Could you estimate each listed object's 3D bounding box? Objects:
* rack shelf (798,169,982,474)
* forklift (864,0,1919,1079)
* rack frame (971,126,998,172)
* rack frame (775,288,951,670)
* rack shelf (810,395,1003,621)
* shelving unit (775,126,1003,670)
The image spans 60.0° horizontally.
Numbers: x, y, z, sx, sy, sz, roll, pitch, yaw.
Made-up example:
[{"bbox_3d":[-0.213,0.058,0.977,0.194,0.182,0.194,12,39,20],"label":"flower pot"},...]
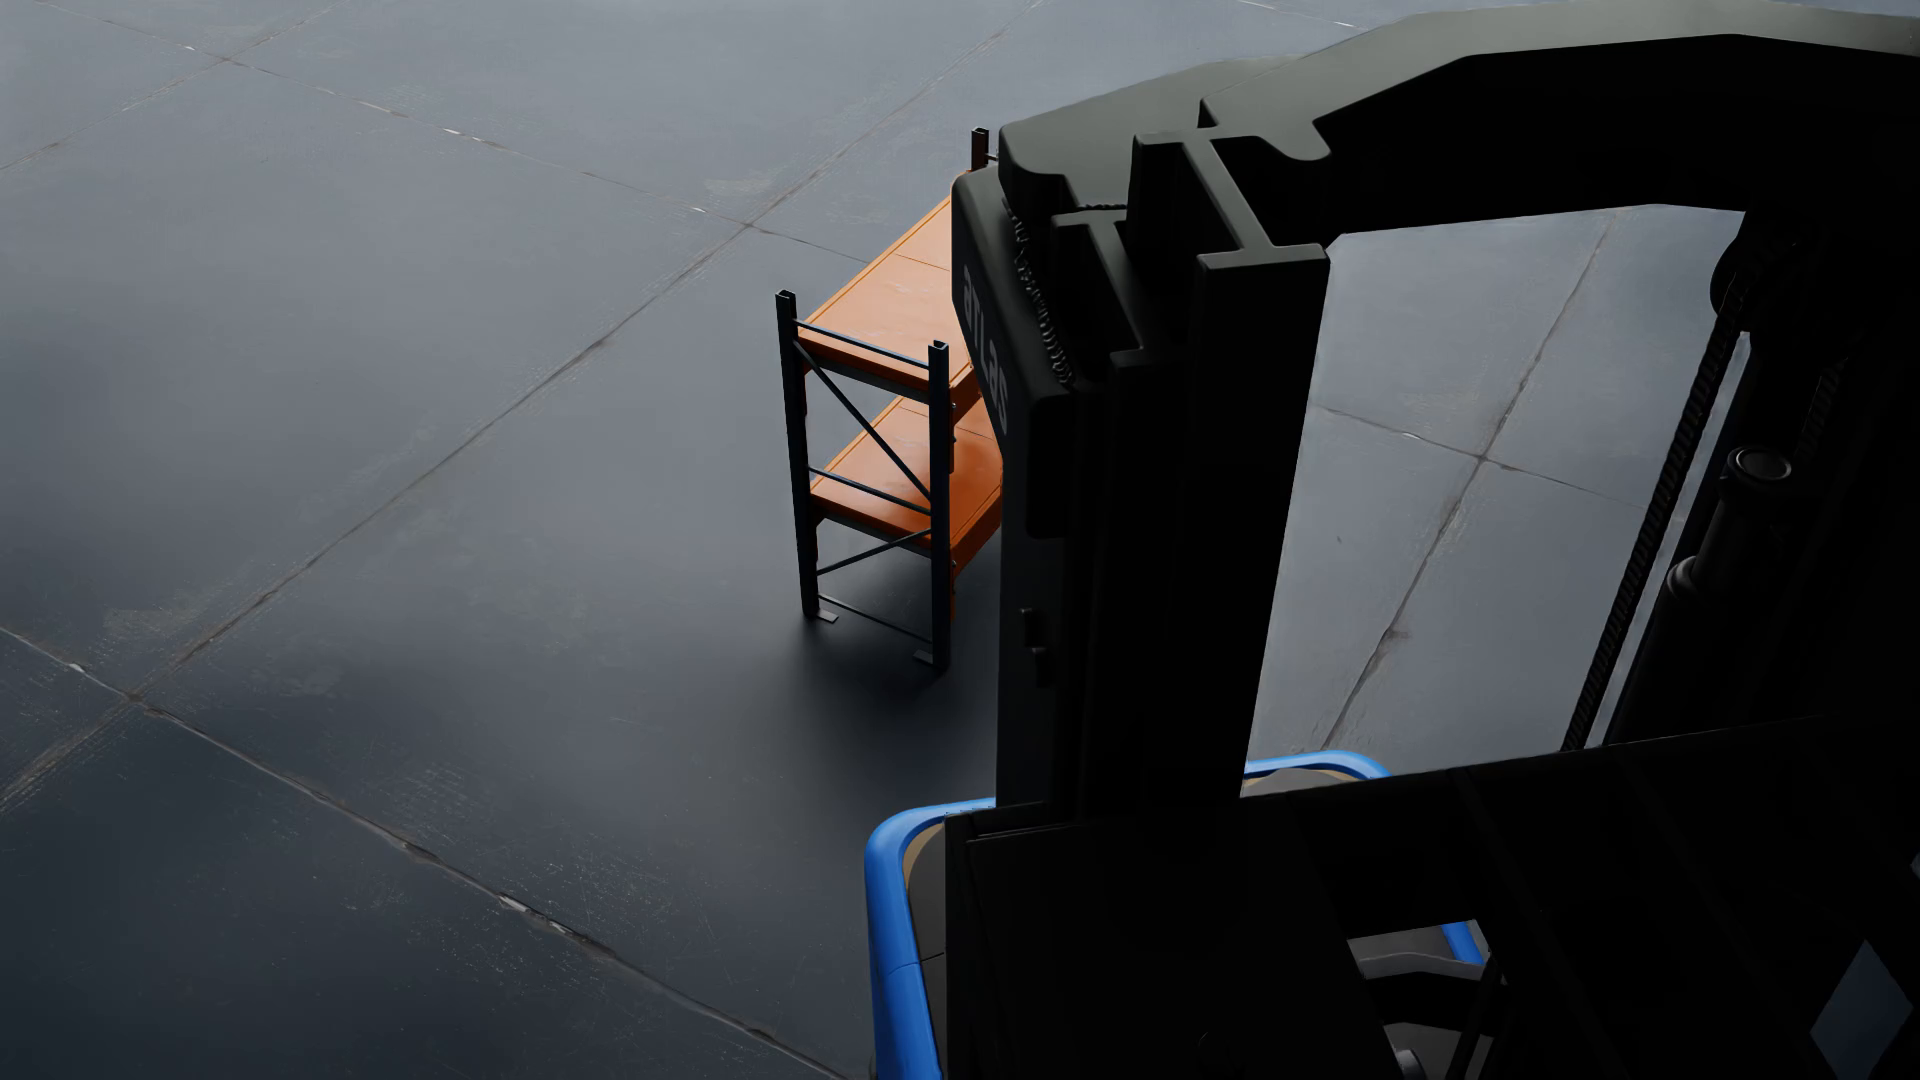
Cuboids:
[{"bbox_3d":[0.003,-0.646,4.689,0.538,0.278,1.000,21,45,22],"label":"rack shelf"},{"bbox_3d":[0.575,1.113,1.769,1.130,2.935,3.031,-7,42,-8],"label":"forklift"},{"bbox_3d":[0.258,-0.717,5.213,0.500,1.125,0.032,21,45,22],"label":"rack frame"},{"bbox_3d":[-0.251,-0.135,4.552,0.500,1.125,0.032,21,45,22],"label":"rack frame"},{"bbox_3d":[0.003,-0.243,5.044,0.538,0.278,1.000,21,45,22],"label":"rack shelf"},{"bbox_3d":[0.003,-0.426,4.883,0.538,1.125,1.048,21,45,22],"label":"shelving unit"}]
